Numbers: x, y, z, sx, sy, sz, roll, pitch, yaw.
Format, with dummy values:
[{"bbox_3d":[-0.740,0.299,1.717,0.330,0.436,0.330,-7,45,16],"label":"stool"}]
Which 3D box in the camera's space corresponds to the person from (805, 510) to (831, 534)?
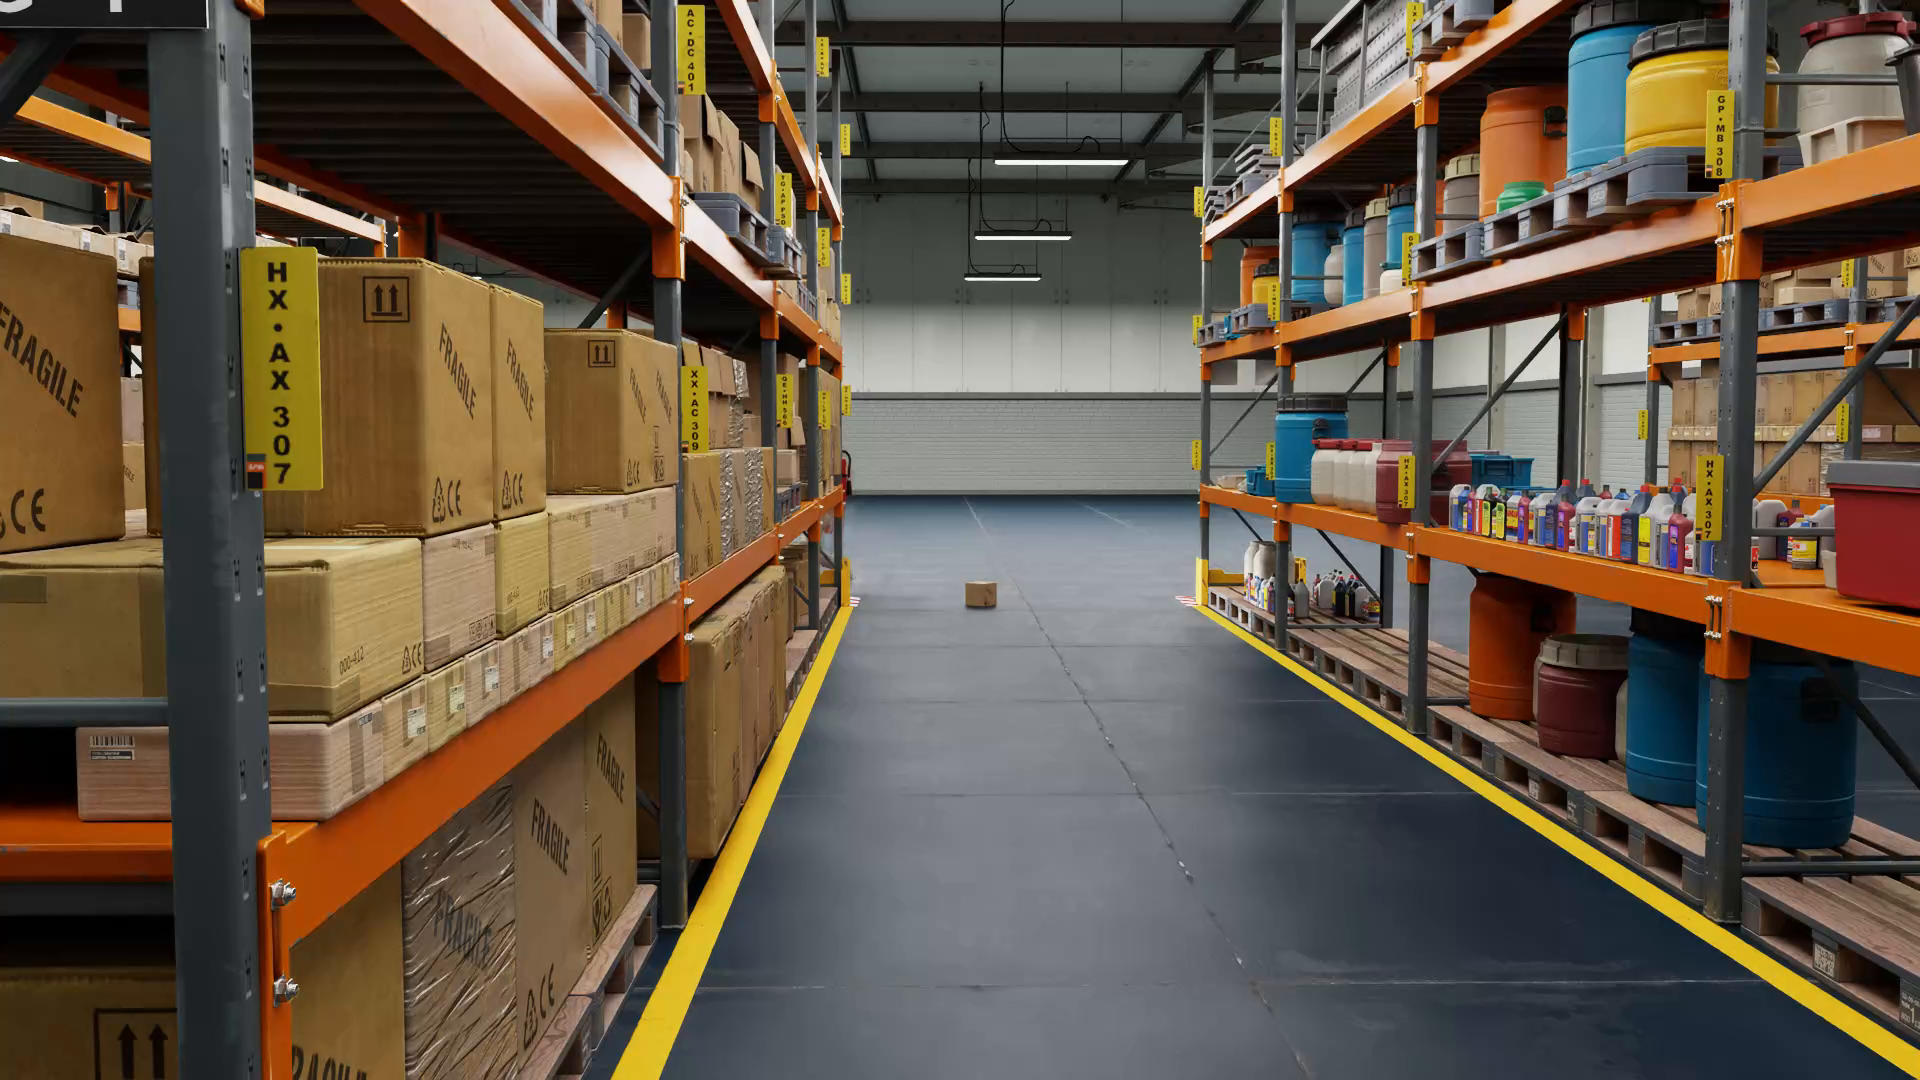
[{"bbox_3d":[-1.727,-0.568,19.543,0.339,1.041,0.567,1,4,12],"label":"person"}]
